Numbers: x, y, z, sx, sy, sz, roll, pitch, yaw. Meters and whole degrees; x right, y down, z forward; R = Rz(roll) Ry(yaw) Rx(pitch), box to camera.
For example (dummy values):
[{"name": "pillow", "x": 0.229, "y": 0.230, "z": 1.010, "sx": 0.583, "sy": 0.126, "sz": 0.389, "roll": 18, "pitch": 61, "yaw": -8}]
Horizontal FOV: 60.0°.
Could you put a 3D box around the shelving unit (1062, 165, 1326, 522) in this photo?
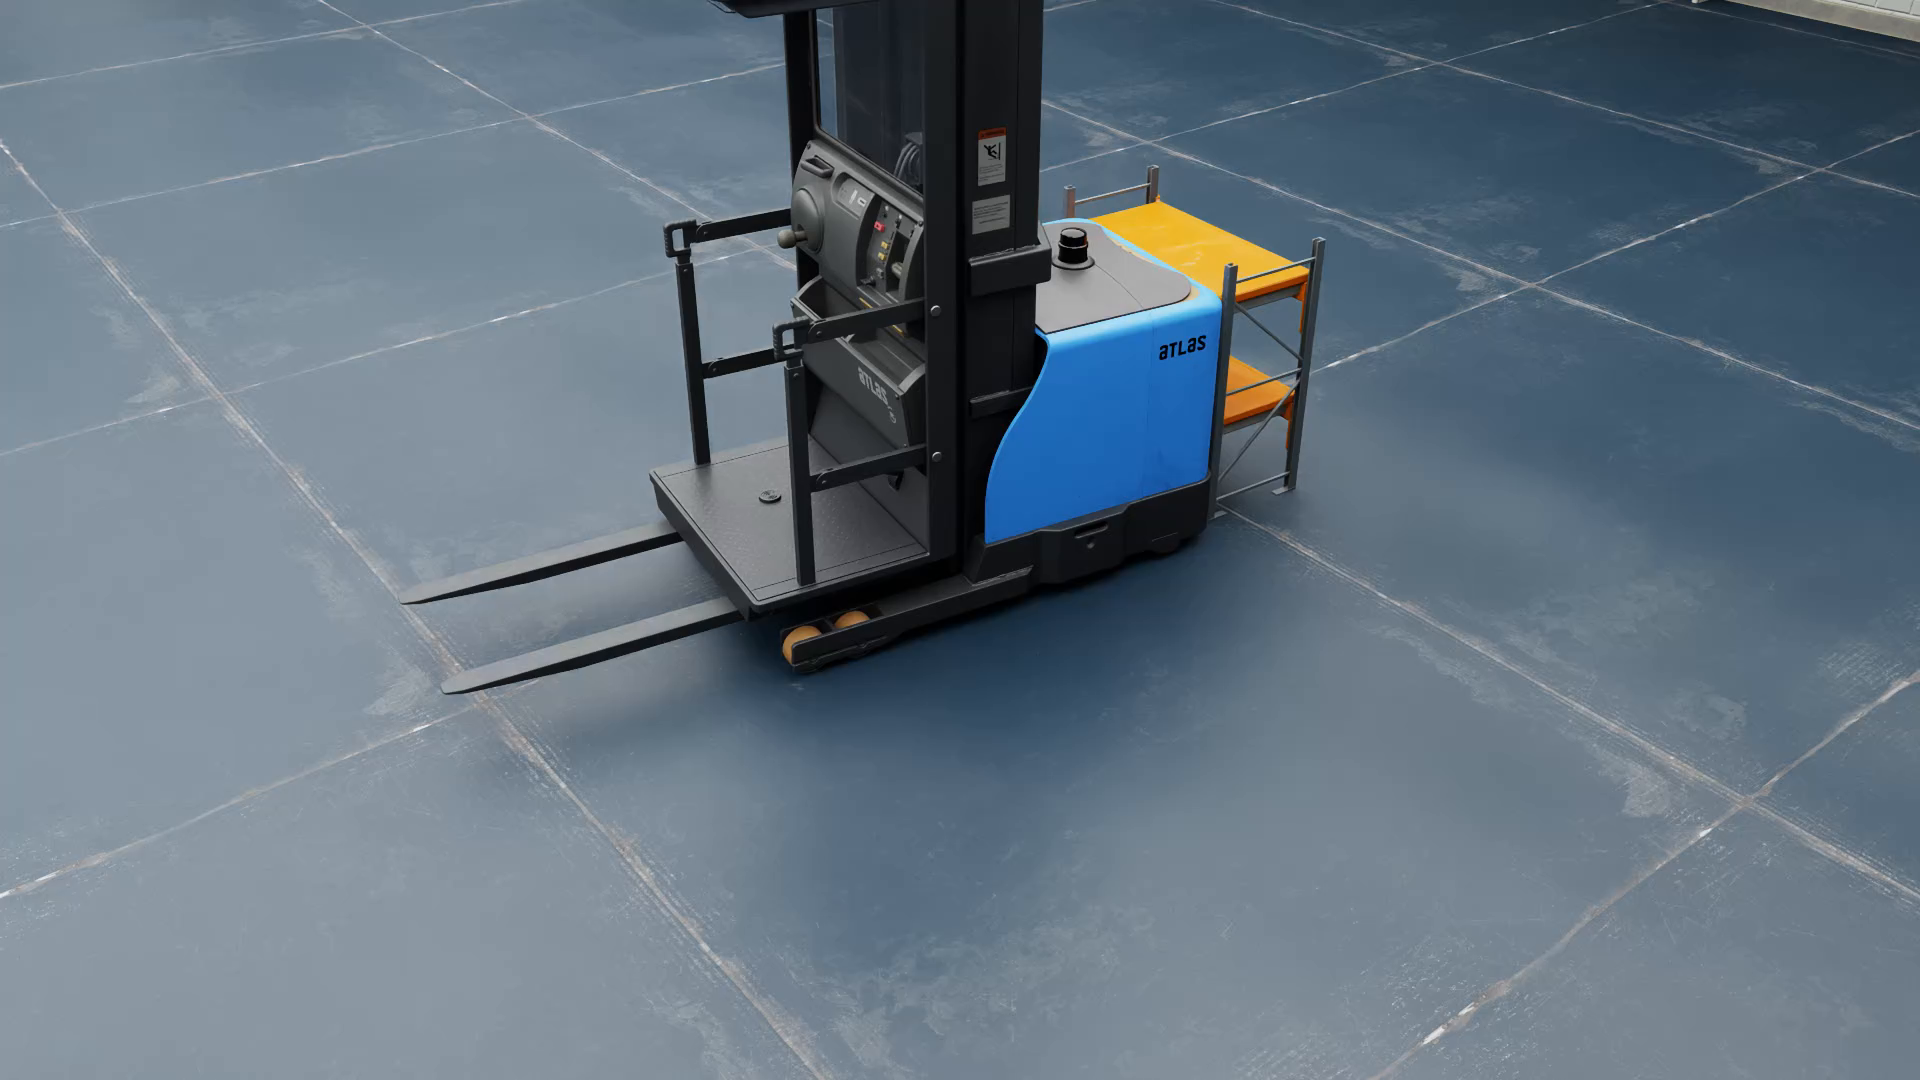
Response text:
[{"name": "shelving unit", "x": 0.934, "y": -0.855, "z": 7.060, "sx": 0.538, "sy": 1.125, "sz": 1.048, "roll": -19, "pitch": 37, "yaw": -28}]

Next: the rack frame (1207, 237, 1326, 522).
[{"name": "rack frame", "x": 1.217, "y": -0.632, "z": 6.701, "sx": 0.500, "sy": 1.125, "sz": 0.032, "roll": -19, "pitch": 37, "yaw": -28}]

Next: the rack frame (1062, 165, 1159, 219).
[{"name": "rack frame", "x": 0.651, "y": -1.078, "z": 7.419, "sx": 0.500, "sy": 1.125, "sz": 0.032, "roll": -19, "pitch": 37, "yaw": -28}]

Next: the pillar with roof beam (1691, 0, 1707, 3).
[{"name": "pillar with roof beam", "x": 2.832, "y": -7.100, "z": 9.653, "sx": 9.100, "sy": 9.000, "sz": 0.400, "roll": -22, "pitch": 38, "yaw": -31}]

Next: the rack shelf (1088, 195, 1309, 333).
[{"name": "rack shelf", "x": 0.934, "y": -1.103, "z": 6.906, "sx": 0.538, "sy": 0.278, "sz": 1.000, "roll": -19, "pitch": 37, "yaw": -28}]

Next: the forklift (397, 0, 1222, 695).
[{"name": "forklift", "x": -0.546, "y": -1.086, "z": 5.721, "sx": 3.031, "sy": 2.935, "sz": 1.130, "roll": -16, "pitch": 35, "yaw": -24}]

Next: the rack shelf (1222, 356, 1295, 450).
[{"name": "rack shelf", "x": 0.934, "y": -0.647, "z": 7.189, "sx": 0.538, "sy": 0.278, "sz": 1.000, "roll": -19, "pitch": 37, "yaw": -28}]
